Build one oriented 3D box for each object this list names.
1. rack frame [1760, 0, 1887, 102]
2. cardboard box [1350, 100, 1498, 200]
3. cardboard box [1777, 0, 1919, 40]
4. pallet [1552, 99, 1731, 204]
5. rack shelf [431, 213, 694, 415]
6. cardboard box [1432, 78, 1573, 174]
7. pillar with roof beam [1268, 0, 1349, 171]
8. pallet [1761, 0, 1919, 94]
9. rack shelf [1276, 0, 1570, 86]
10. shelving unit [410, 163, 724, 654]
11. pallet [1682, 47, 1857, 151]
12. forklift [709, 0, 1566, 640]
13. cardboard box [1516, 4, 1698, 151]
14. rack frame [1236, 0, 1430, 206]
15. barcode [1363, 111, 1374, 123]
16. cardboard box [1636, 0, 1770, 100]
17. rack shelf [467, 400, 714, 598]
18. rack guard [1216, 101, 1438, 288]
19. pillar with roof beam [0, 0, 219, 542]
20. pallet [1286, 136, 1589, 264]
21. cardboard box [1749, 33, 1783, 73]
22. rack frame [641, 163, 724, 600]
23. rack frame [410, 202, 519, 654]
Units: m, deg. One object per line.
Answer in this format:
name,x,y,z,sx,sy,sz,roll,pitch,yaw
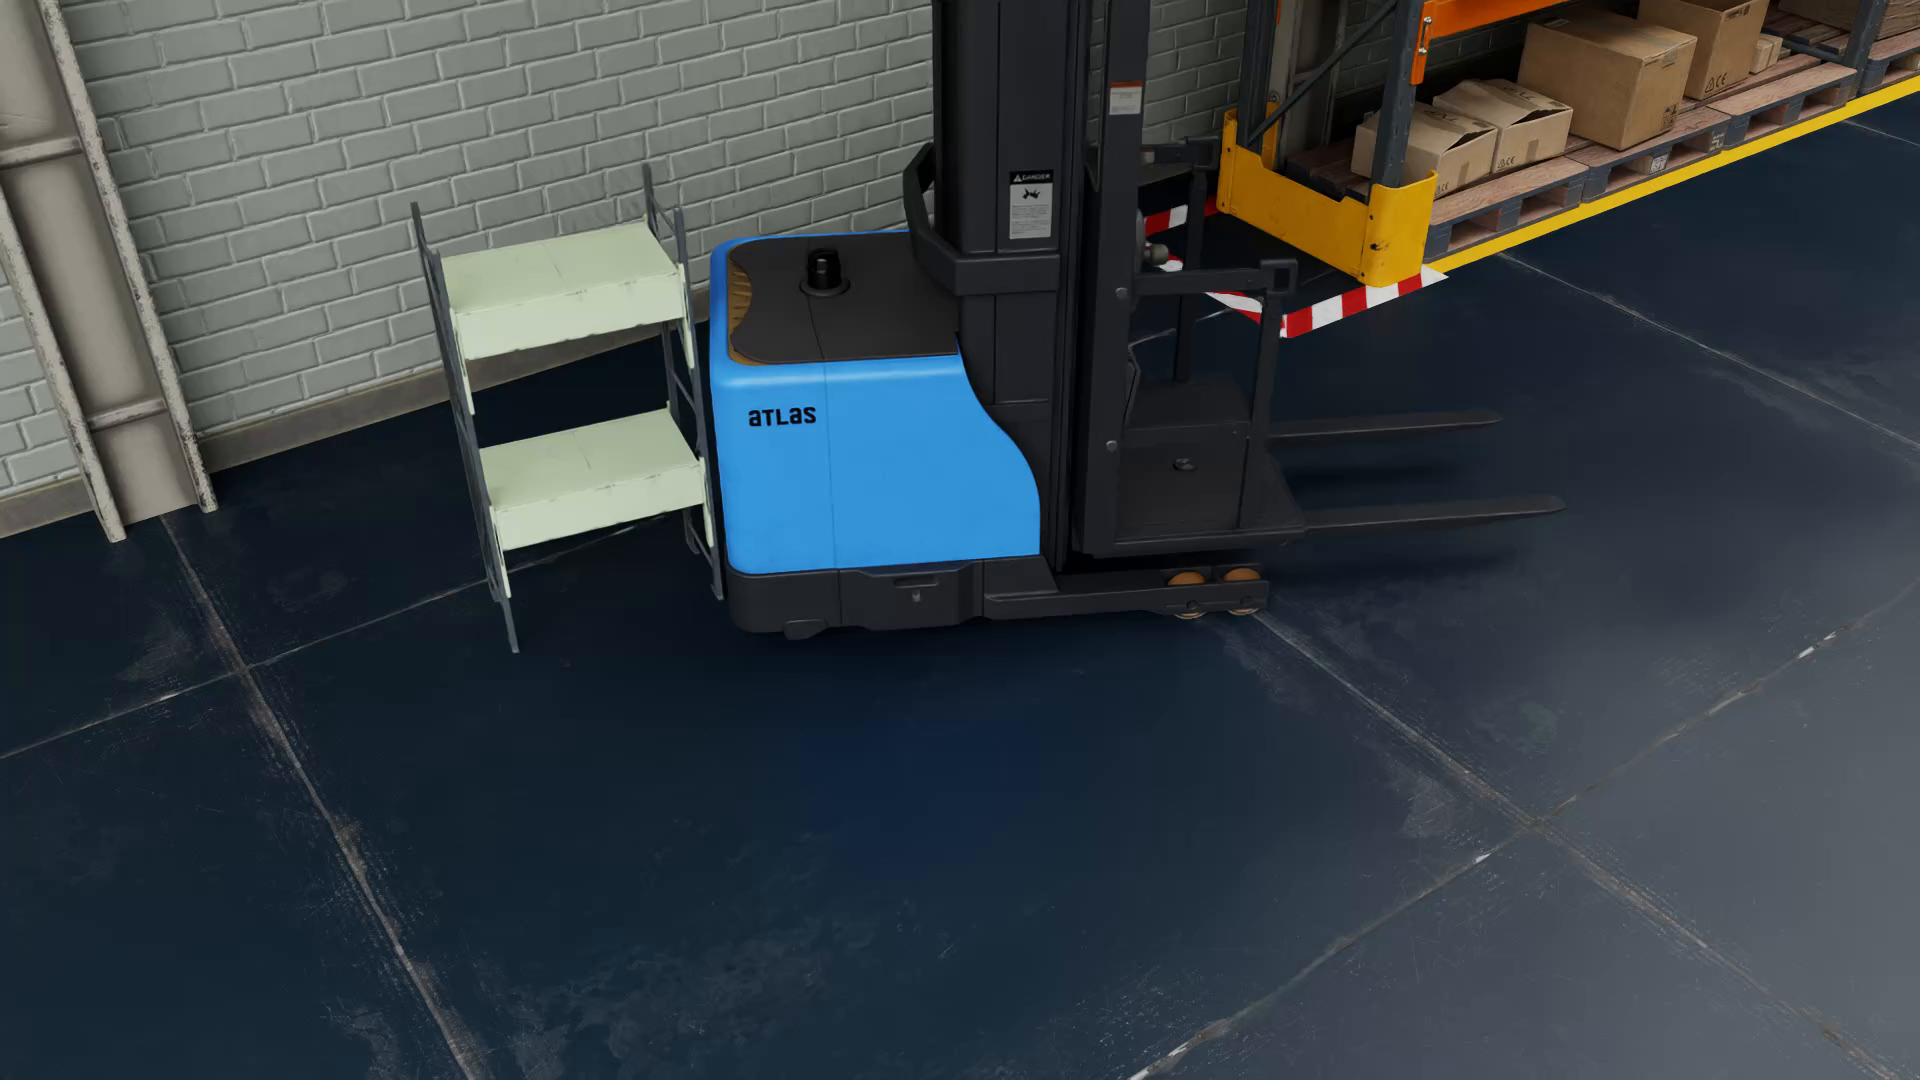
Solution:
rack frame,4.991,-4.062,9.328,0.127,3.000,1.000,-22,41,-28
cardboard box,2.339,-1.993,8.378,0.500,0.311,0.500,-28,44,-33
cardboard box,5.583,-3.481,10.285,0.500,0.500,0.700,-21,41,-26
pallet,3.465,-2.274,9.231,1.213,0.211,1.003,-22,41,-28
rack shelf,-1.272,-0.732,5.315,0.720,0.370,0.431,-15,38,-19
cardboard box,2.805,-2.185,8.645,0.500,0.311,0.500,-19,40,-24
pillar with roof beam,4.276,-3.745,3.750,0.400,9.000,9.100,-22,41,-28
pallet,5.627,-3.192,10.507,1.213,0.211,1.003,-22,41,-28
rack shelf,3.356,-3.097,8.603,4.000,0.370,1.077,-22,41,-28
shelving unit,-1.272,-0.415,5.543,0.755,1.500,0.431,-15,38,-19
pallet,4.463,-2.687,9.805,1.213,0.211,1.003,-22,41,-28
forklift,0.659,-1.215,5.429,3.031,2.935,1.130,-4,36,-6
cardboard box,3.434,-2.484,8.899,0.500,0.500,0.700,-25,43,-31
rack frame,1.722,-2.716,7.458,0.127,3.000,1.000,-22,41,-28
barcode,2.123,-2.194,8.649,0.075,0.075,0.001,-22,41,-28
cardboard box,4.166,-2.857,9.418,0.500,0.500,0.500,-26,43,-31
rack shelf,-1.272,-0.151,5.733,0.720,0.370,0.431,-15,38,-19
rack guard,1.784,-1.727,8.223,0.348,0.500,1.175,-22,41,-28
pillar with roof beam,-0.629,-1.727,0.944,0.400,9.000,9.100,-22,41,-28
pallet,2.468,-1.866,8.664,1.213,0.211,1.003,-22,41,-28
cardboard box,4.571,-2.896,9.757,0.250,0.166,0.380,-28,44,-33
rack frame,-0.938,-0.503,5.665,0.023,1.500,0.400,-15,38,-19
rack frame,-1.606,-0.328,5.421,0.023,1.500,0.400,-15,38,-19
